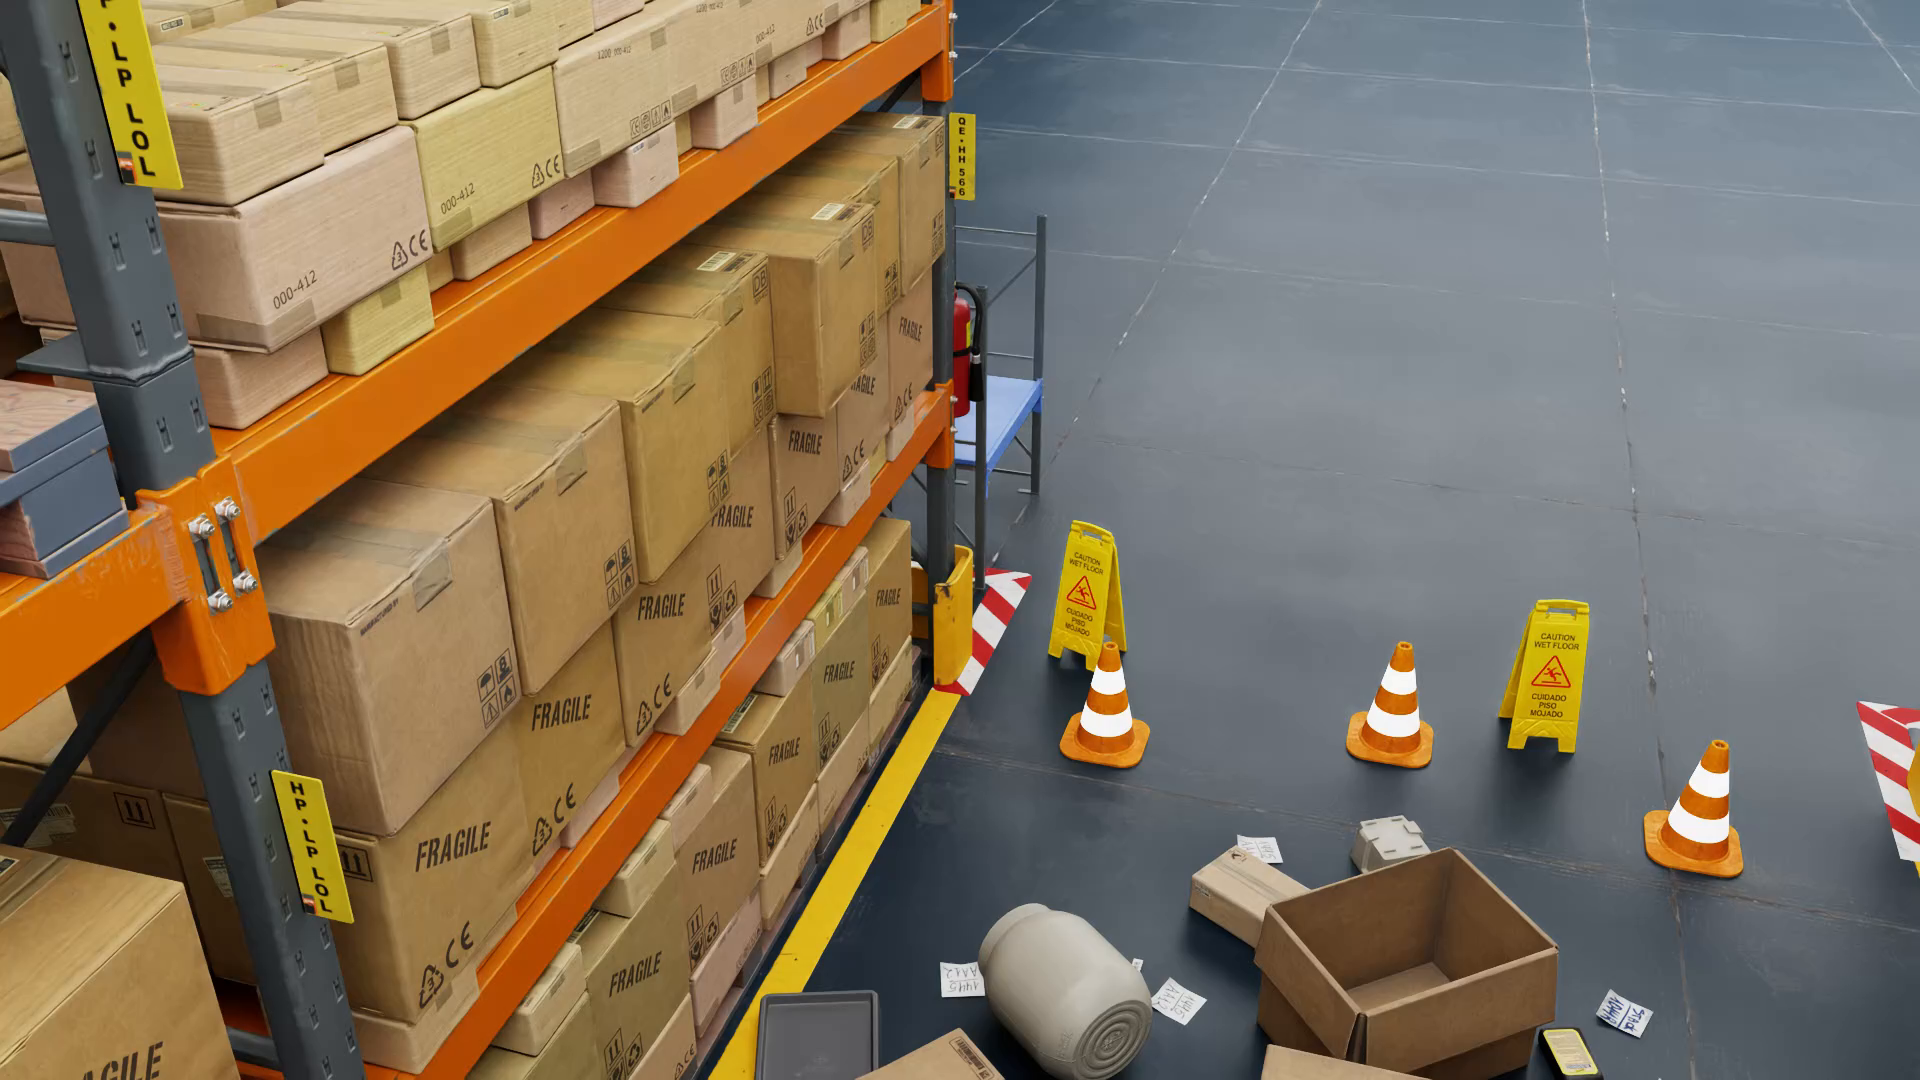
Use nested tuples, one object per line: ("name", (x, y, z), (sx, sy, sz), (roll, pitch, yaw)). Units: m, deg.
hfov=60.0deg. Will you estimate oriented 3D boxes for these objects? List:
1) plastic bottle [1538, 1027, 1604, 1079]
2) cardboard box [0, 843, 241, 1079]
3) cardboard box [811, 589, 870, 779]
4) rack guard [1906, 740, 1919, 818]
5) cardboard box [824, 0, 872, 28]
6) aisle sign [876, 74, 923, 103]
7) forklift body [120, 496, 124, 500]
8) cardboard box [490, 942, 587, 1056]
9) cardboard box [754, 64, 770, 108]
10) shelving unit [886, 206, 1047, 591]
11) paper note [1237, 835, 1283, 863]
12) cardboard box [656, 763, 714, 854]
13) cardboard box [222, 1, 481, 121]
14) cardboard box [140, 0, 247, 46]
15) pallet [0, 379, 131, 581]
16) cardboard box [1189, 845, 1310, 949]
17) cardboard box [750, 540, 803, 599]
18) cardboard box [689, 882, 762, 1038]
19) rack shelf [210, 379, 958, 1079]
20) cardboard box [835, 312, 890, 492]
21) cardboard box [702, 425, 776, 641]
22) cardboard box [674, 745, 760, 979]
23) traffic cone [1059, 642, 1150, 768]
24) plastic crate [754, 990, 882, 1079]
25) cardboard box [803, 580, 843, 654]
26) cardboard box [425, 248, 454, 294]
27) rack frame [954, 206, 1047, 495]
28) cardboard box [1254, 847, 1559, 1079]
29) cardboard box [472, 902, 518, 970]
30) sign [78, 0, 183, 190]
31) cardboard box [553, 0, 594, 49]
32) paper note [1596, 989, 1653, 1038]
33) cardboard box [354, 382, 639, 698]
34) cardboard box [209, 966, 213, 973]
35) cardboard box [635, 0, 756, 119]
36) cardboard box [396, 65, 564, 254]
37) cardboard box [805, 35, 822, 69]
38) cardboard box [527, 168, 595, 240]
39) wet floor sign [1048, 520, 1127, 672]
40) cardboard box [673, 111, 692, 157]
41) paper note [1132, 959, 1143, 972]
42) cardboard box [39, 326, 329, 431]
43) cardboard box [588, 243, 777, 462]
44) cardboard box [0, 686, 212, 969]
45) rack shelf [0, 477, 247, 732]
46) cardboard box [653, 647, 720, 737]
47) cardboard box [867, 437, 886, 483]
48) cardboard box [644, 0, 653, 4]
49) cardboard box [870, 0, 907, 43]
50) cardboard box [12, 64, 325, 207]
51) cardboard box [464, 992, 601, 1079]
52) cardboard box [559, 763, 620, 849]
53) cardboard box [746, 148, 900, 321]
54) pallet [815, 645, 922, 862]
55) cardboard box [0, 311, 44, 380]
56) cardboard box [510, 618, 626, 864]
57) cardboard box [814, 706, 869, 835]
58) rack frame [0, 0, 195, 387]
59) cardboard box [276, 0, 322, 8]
("plastic bottle", (1.928, 1.653, 5.216), (0.133, 0.061, 0.283), (-1, 29, -3))
("cardboard box", (-1.606, 0.872, 2.757), (0.500, 0.500, 0.500), (8, 30, 14))
("cardboard box", (-0.652, 0.465, 5.953), (0.500, 0.500, 0.500), (10, 31, 17))
("rack guard", (4.253, 0.863, 6.185), (1.175, 0.500, 0.348), (8, 30, 15))
("cardboard box", (-0.570, -1.745, 5.064), (0.500, 0.250, 0.500), (8, 30, 14))
("aisle sign", (-0.221, -2.001, 6.087), (0.394, 0.787, 0.004), (8, 30, 15))
("forklift body", (-4.075, -0.072, 6.166), (2.313, 2.155, 1.214), (8, 30, 15))
("cardboard box", (-1.165, 1.103, 4.140), (0.380, 0.149, 0.250), (9, 30, 16))
("cardboard box", (-0.756, -1.282, 4.642), (0.380, 0.149, 0.250), (8, 30, 13))
("shelving unit", (0.025, -0.695, 7.957), (0.538, 1.500, 1.048), (8, 30, 15))
("paper note", (1.109, 1.143, 6.164), (0.148, 0.019, 0.142), (-1, 29, -3))
("cardboard box", (-0.939, 0.738, 4.795), (0.380, 0.149, 0.250), (10, 31, 18))
("cardboard box", (-1.151, -0.914, 3.161), (0.380, 0.149, 0.250), (8, 30, 13))
("cardboard box", (-1.641, -0.987, 3.291), (0.380, 0.149, 0.250), (9, 30, 16))
("pallet", (-1.973, 0.024, 2.229), (1.213, 0.211, 1.003), (8, 30, 15))
("cardboard box", (1.030, 1.265, 5.823), (0.250, 0.149, 0.380), (-24, 37, -37))
("cardboard box", (-0.730, 0.041, 5.349), (0.380, 0.149, 0.250), (8, 30, 14))
("cardboard box", (-0.960, 1.267, 5.283), (0.500, 0.250, 0.500), (8, 30, 14))
("rack shelf", (-1.103, 0.366, 5.246), (1.077, 0.370, 4.000), (8, 30, 15))
("cardboard box", (-0.563, -0.528, 5.704), (0.500, 0.500, 0.500), (9, 30, 15))
("cardboard box", (-0.880, -0.063, 4.869), (0.500, 0.500, 0.500), (9, 30, 15))
("cardboard box", (-0.959, 0.945, 5.091), (0.500, 0.500, 0.500), (10, 31, 17))
("traffic cone", (0.591, 0.615, 6.669), (0.336, 0.463, 0.334), (8, 30, 15))
("plastic crate", (-0.445, 1.645, 5.211), (0.402, 0.080, 0.583), (-1, 29, -3))
("cardboard box", (-0.622, 0.235, 5.699), (0.380, 0.149, 0.250), (9, 30, 16))
("cardboard box", (-1.267, -0.574, 3.370), (0.380, 0.149, 0.250), (9, 30, 15))
("rack frame", (0.174, -0.931, 8.381), (0.500, 1.500, 0.032), (8, 30, 15))
("cardboard box", (1.389, 1.391, 5.232), (0.797, 0.503, 0.637), (-12, 31, -20))
("cardboard box", (-1.267, 0.866, 3.867), (0.380, 0.149, 0.250), (9, 30, 16))
("sign", (-1.159, -0.650, 2.310), (0.100, 0.325, 0.005), (8, 30, 15))
("cardboard box", (-1.024, -1.155, 3.594), (0.380, 0.149, 0.250), (7, 30, 13))
("paper note", (2.175, 1.547, 5.439), (0.144, 0.017, 0.142), (20, 35, 32))
("cardboard box", (-1.183, -0.037, 3.794), (0.700, 0.500, 0.500), (9, 30, 15))
("cardboard box", (-1.887, 0.898, 3.808), (0.380, 0.149, 0.250), (8, 30, 14))
("cardboard box", (-0.851, -1.266, 4.203), (0.500, 0.250, 0.500), (9, 30, 15))
("cardboard box", (-1.157, -0.800, 3.366), (0.500, 0.250, 0.500), (8, 30, 14))
("cardboard box", (-0.644, -1.526, 5.080), (0.380, 0.149, 0.250), (9, 30, 15))
("cardboard box", (-1.066, -0.808, 3.789), (0.380, 0.149, 0.250), (8, 30, 13))
("wet floor sign", (0.563, 0.216, 7.199), (0.267, 0.644, 0.232), (20, 35, 32))
("cardboard box", (-0.910, -1.047, 4.220), (0.380, 0.149, 0.250), (9, 30, 15))
("paper note", (0.591, 1.459, 5.618), (0.032, 0.001, 0.123), (8, 30, 15))
("cardboard box", (-1.361, -0.331, 2.932), (0.380, 0.149, 0.250), (8, 30, 14))
("cardboard box", (-0.944, -0.522, 4.665), (0.700, 0.500, 0.500), (8, 30, 15))
("cardboard box", (-1.797, 0.566, 3.739), (0.500, 0.500, 0.500), (8, 30, 14))
("rack shelf", (-2.277, 0.914, 1.175), (1.077, 0.370, 4.000), (8, 30, 15))
("cardboard box", (-0.907, 0.397, 4.709), (0.380, 0.149, 0.250), (9, 30, 15))
("cardboard box", (-0.485, -0.314, 5.987), (0.380, 0.149, 0.250), (8, 30, 14))
("cardboard box", (-0.908, -1.402, 4.038), (0.380, 0.149, 0.250), (9, 30, 16))
("cardboard box", (-0.395, -1.753, 5.488), (0.380, 0.149, 0.250), (9, 30, 15))
("cardboard box", (-1.286, -0.668, 2.718), (0.380, 0.149, 0.250), (8, 30, 14))
("cardboard box", (-1.259, 1.436, 4.208), (0.500, 0.500, 0.500), (10, 31, 17))
("cardboard box", (-1.112, 0.628, 4.294), (0.380, 0.149, 0.250), (9, 30, 16))
("cardboard box", (-0.613, -0.986, 5.499), (0.700, 0.500, 0.500), (9, 30, 15))
("pallet", (-0.811, 0.749, 6.687), (1.003, 0.211, 1.213), (8, 30, 15))
("cardboard box", (-1.889, -0.410, 3.075), (0.380, 0.149, 0.250), (9, 30, 15))
("cardboard box", (-1.169, 0.406, 4.025), (0.500, 0.500, 0.500), (8, 30, 15))
("cardboard box", (-0.656, 0.794, 6.133), (0.500, 0.250, 0.500), (9, 30, 15))
("rack frame", (-1.690, -1.640, 1.942), (1.000, 3.000, 0.127), (8, 30, 15))
("cardboard box", (-1.515, -1.233, 3.734), (0.380, 0.149, 0.250), (8, 30, 14))
